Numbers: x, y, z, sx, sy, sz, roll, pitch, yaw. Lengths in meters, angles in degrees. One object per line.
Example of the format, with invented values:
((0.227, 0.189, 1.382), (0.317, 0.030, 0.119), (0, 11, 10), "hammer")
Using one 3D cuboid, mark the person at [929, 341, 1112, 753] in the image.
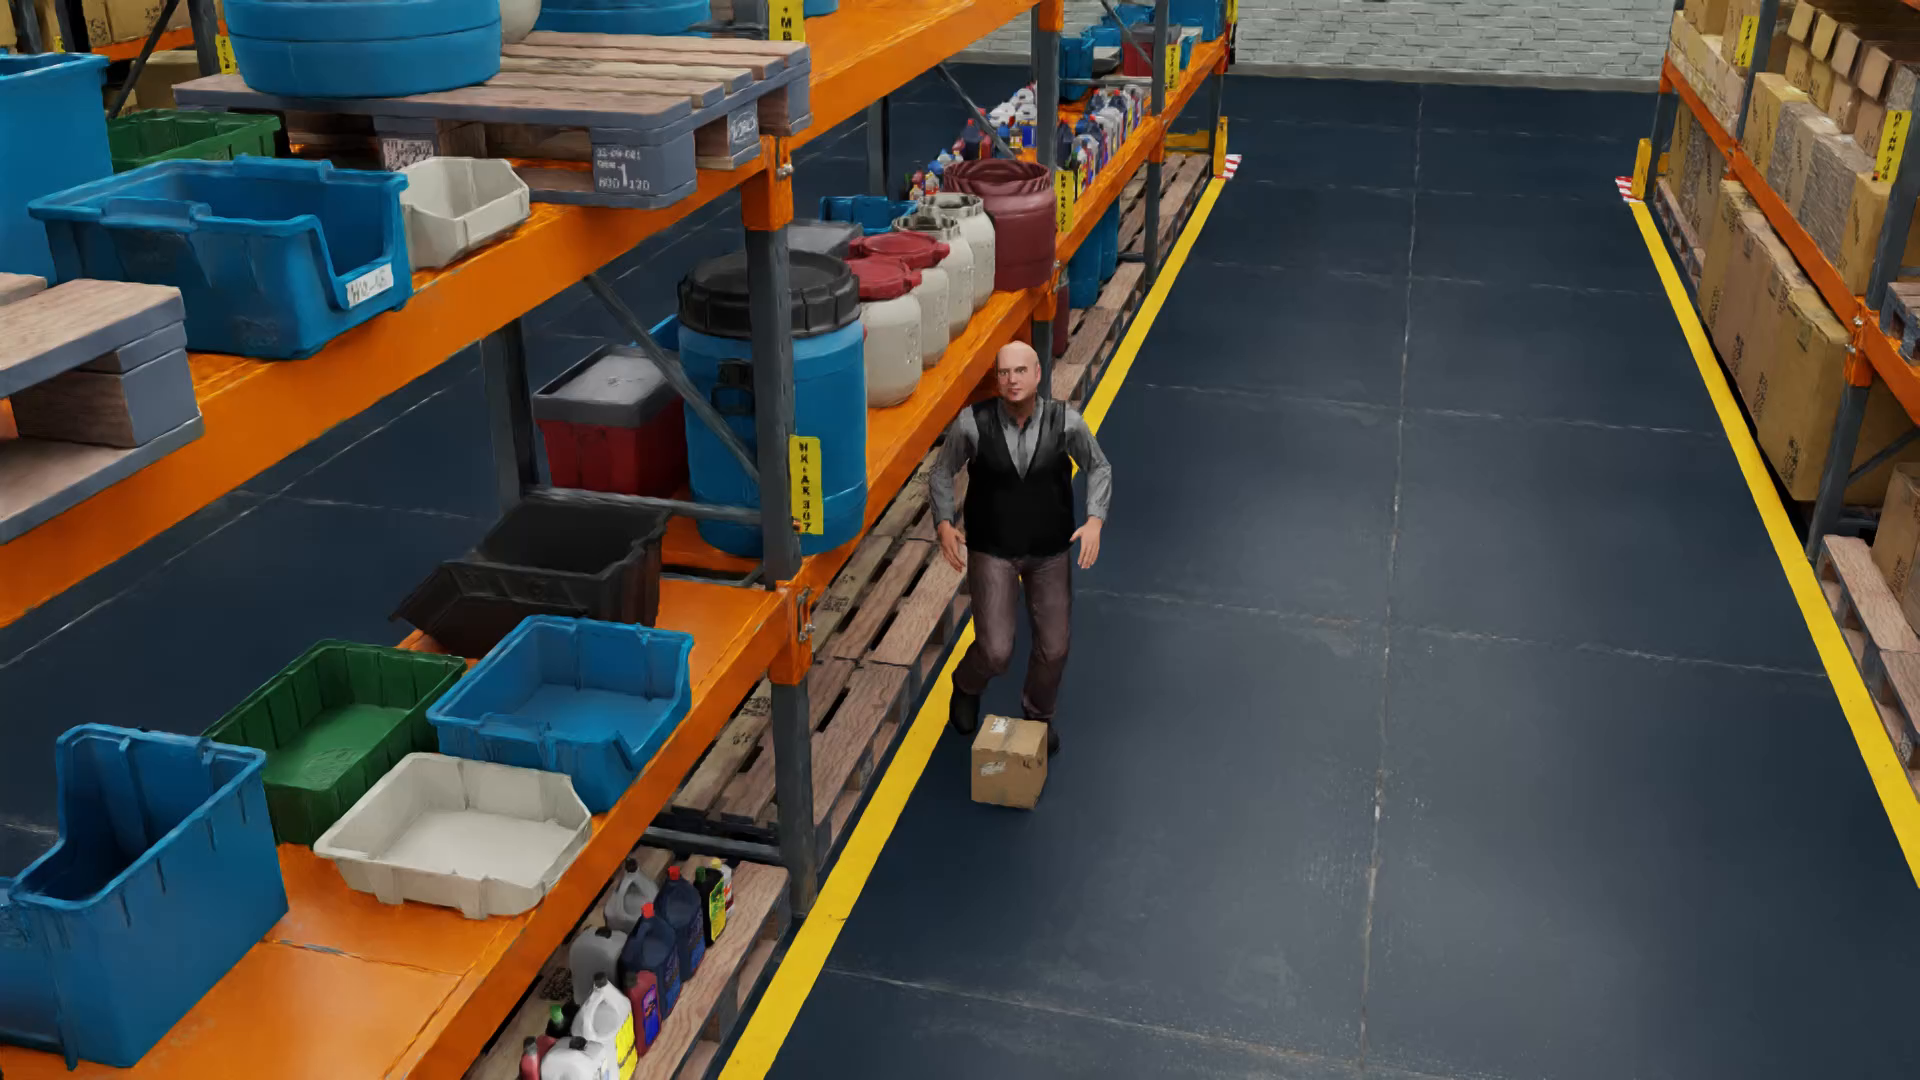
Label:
((0.257, 0.059, 6.554), (0.716, 1.694, 0.505), (-4, 25, -9), "person")
